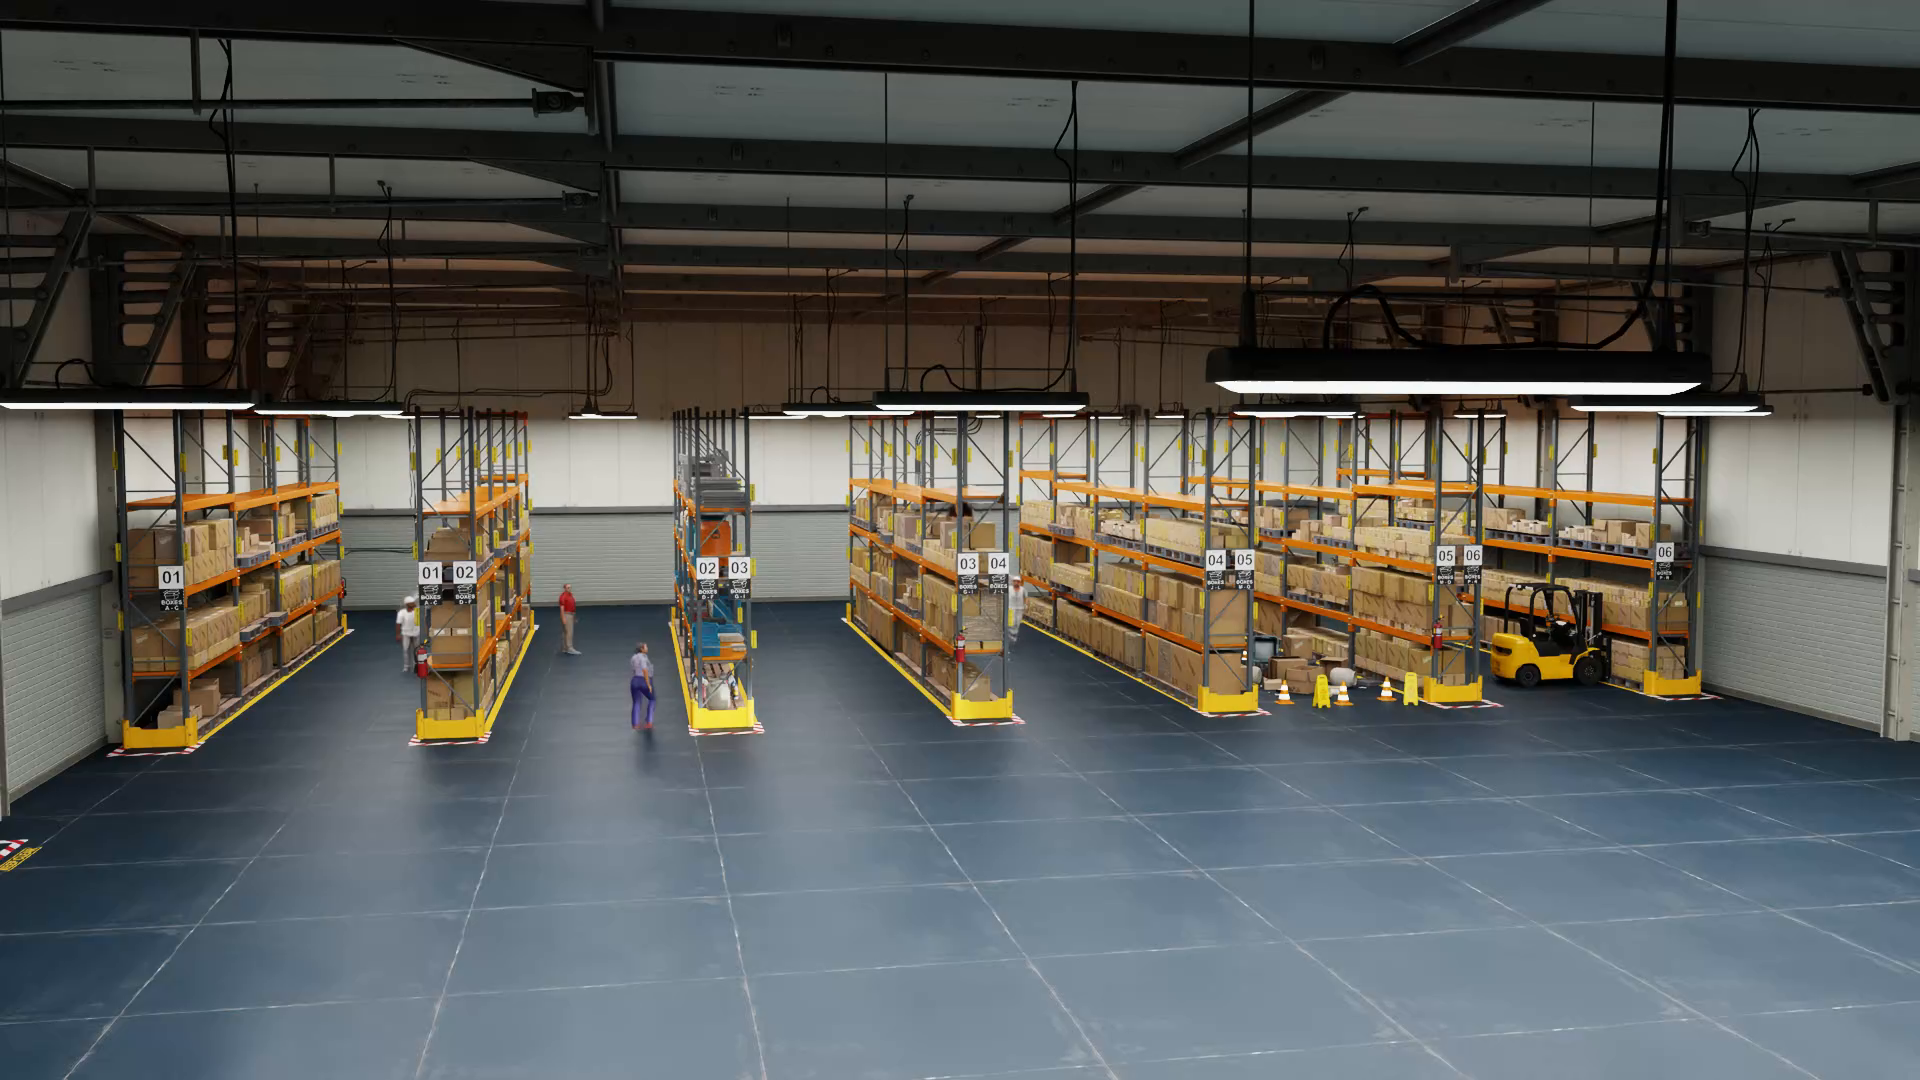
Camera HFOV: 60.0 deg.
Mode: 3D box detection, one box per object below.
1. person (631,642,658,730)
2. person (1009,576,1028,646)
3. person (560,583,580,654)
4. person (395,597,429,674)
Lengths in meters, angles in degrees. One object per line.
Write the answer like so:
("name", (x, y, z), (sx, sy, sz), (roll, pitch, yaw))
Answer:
("person", (-5.894, 2.755, 31.050), (0.499, 1.717, 0.678), (1, 4, 19))
("person", (1.454, 1.835, 42.933), (0.609, 1.810, 0.877), (-1, 4, -10))
("person", (-9.652, 1.939, 41.227), (0.479, 1.735, 0.575), (0, 4, -4))
("person", (-12.514, 2.157, 37.961), (0.722, 1.718, 1.058), (-1, 4, -13))
